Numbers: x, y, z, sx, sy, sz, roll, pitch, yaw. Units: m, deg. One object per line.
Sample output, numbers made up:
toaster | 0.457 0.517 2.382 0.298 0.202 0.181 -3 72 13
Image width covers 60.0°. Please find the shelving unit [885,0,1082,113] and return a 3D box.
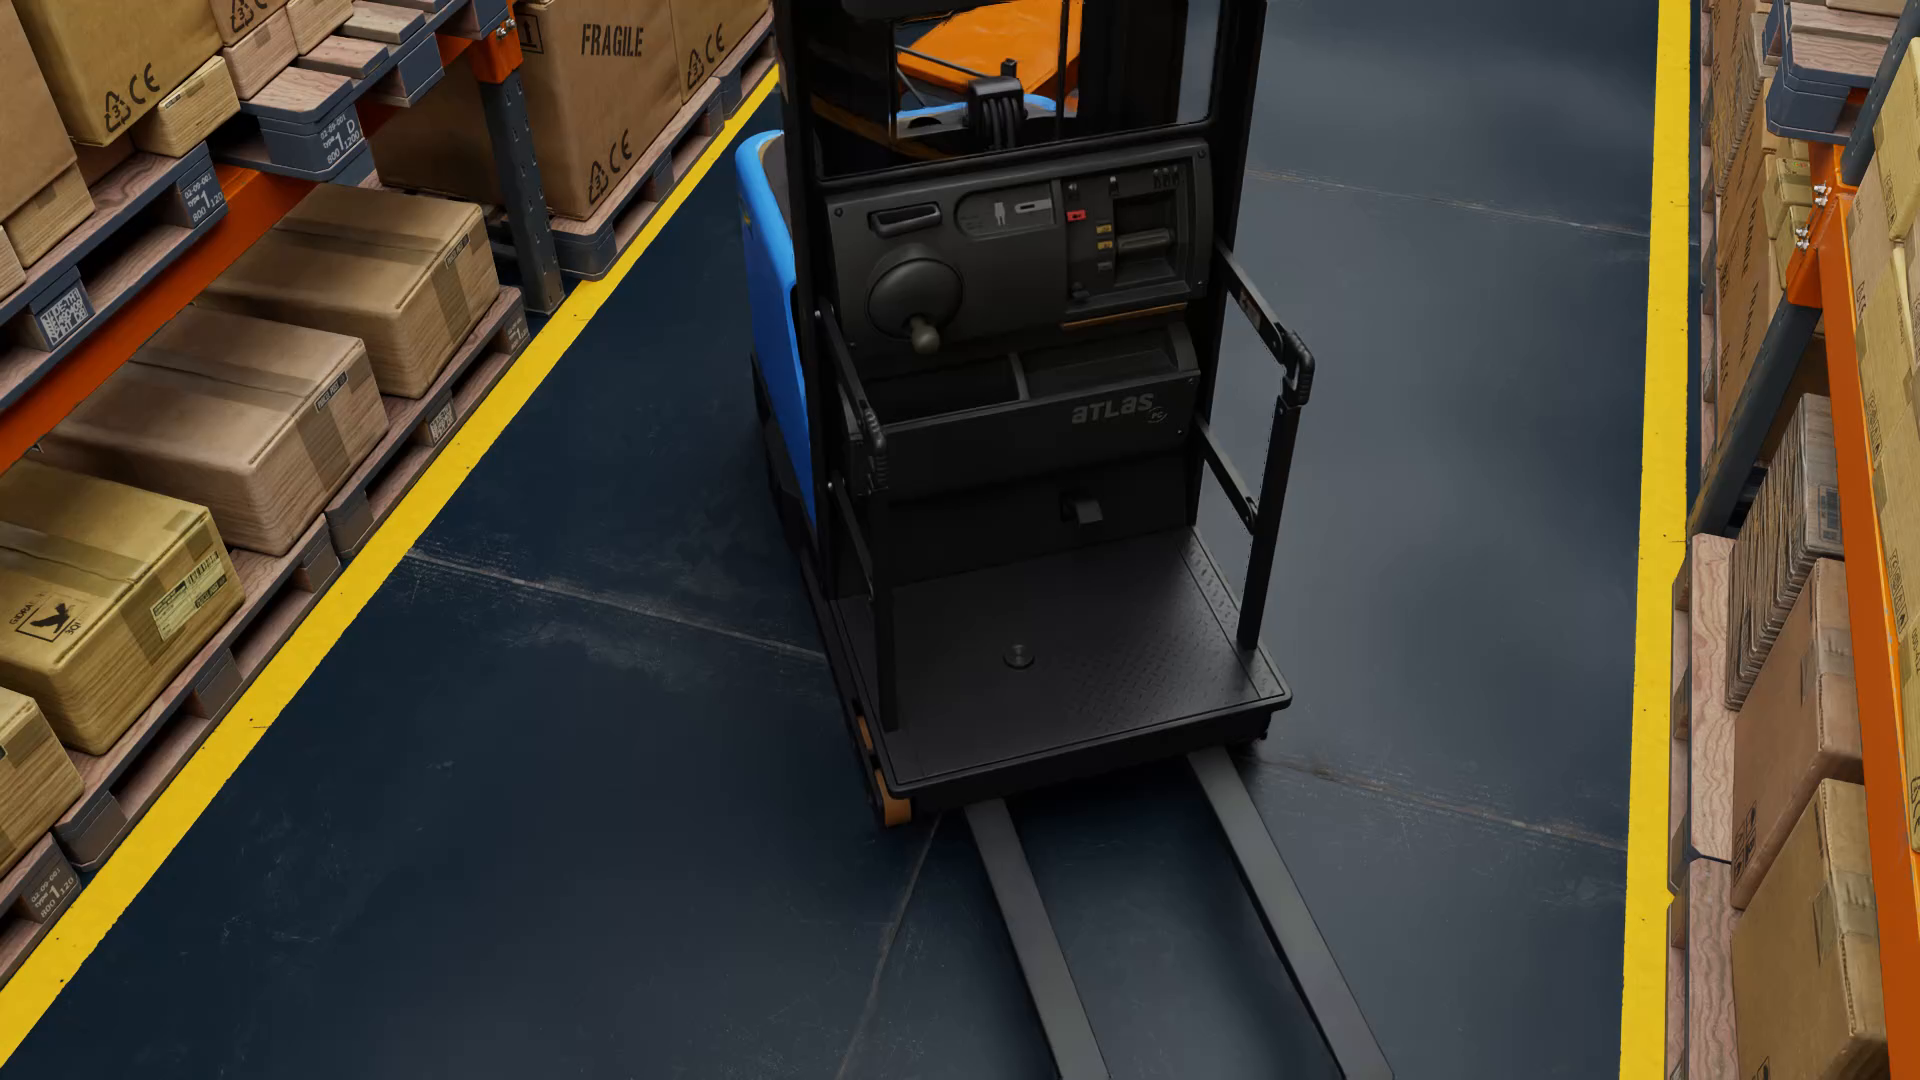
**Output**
shelving unit | 0.240 -1.471 5.949 0.538 1.125 1.048 25 50 23

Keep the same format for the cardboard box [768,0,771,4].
cardboard box | -1.122 -3.055 7.446 0.875 0.875 0.875 14 46 14

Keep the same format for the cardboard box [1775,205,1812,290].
cardboard box | 2.684 -0.854 5.002 0.380 0.149 0.250 10 45 11

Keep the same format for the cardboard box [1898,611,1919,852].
cardboard box | 1.944 0.339 2.866 0.500 0.250 0.500 14 46 14

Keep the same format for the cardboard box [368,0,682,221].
cardboard box | -1.667 -1.865 6.230 0.875 0.875 0.875 12 46 12

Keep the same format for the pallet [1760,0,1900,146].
pallet | 2.915 -1.381 4.654 1.213 0.211 1.003 13 46 13

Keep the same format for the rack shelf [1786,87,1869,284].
rack shelf | 3.382 -2.059 5.724 1.077 0.370 4.000 13 46 13

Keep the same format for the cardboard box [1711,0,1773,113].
cardboard box | 3.319 -1.942 6.577 0.500 0.500 0.500 11 45 11

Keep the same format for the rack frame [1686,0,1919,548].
rack frame | 2.776 -0.983 4.110 1.000 3.000 0.127 13 46 13

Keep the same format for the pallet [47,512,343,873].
pallet | -2.565 0.296 4.797 1.003 0.211 1.213 13 46 13

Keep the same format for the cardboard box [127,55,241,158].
cardboard box | -2.030 -1.100 4.109 0.380 0.149 0.250 13 46 13

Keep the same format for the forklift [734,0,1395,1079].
forklift | 0.217 -0.594 3.762 1.130 2.935 3.031 -12 46 -12

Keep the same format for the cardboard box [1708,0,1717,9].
cardboard box | 3.627 -2.631 7.281 0.500 0.500 0.500 14 46 14

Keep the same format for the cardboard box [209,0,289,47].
cardboard box | -1.974 -1.615 4.171 0.500 0.500 0.500 12 46 12

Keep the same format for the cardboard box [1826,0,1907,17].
cardboard box | 2.609 -1.562 4.581 0.380 0.149 0.250 13 46 13

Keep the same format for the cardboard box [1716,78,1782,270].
cardboard box | 3.017 -1.248 5.867 0.500 0.500 0.500 14 46 14

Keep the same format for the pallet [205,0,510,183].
pallet | -2.070 -1.466 4.740 1.213 0.211 1.003 13 46 13

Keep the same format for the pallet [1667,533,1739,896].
pallet | 2.490 0.554 4.533 1.003 0.211 1.213 13 46 13

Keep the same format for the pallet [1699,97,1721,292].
pallet | 3.410 -1.286 6.414 1.003 0.211 1.213 13 46 13

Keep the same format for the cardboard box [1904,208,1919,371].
cardboard box | 2.256 -0.531 3.397 0.500 0.250 0.500 14 46 14

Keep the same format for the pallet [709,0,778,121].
pallet | -1.274 -2.355 7.506 1.003 0.211 1.213 13 46 13

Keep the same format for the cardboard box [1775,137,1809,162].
cardboard box | 2.859 -1.209 5.364 0.380 0.149 0.250 11 45 11

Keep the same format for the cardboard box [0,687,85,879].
cardboard box | -2.796 0.593 4.077 0.950 0.372 0.625 15 46 15

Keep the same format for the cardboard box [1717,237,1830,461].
cardboard box | 2.699 -0.567 5.172 0.500 0.500 0.500 14 46 14

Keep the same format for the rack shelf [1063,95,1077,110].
rack shelf | 0.240 -1.297 6.120 0.538 0.278 1.000 25 50 23

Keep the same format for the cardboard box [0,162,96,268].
cardboard box | -2.224 -0.774 3.776 0.380 0.149 0.250 11 45 11

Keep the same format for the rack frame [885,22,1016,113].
rack frame | -0.041 -1.175 5.646 0.500 1.125 0.032 25 50 23

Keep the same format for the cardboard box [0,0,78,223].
cardboard box | -2.292 -0.915 3.456 0.500 0.500 0.500 11 45 11

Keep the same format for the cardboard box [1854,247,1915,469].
cardboard box | 2.252 -0.351 3.571 0.500 0.250 0.500 12 46 12

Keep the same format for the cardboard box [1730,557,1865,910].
cardboard box | 2.384 0.566 3.925 0.875 0.625 0.625 14 46 14

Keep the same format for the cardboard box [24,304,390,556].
cardboard box | -2.352 -0.375 5.067 0.950 0.372 0.625 12 46 12

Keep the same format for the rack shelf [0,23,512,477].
rack shelf | -2.561 -0.442 4.071 1.077 0.370 4.000 13 46 13

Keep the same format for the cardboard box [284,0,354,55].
cardboard box | -1.876 -1.452 4.469 0.380 0.149 0.250 12 46 12
